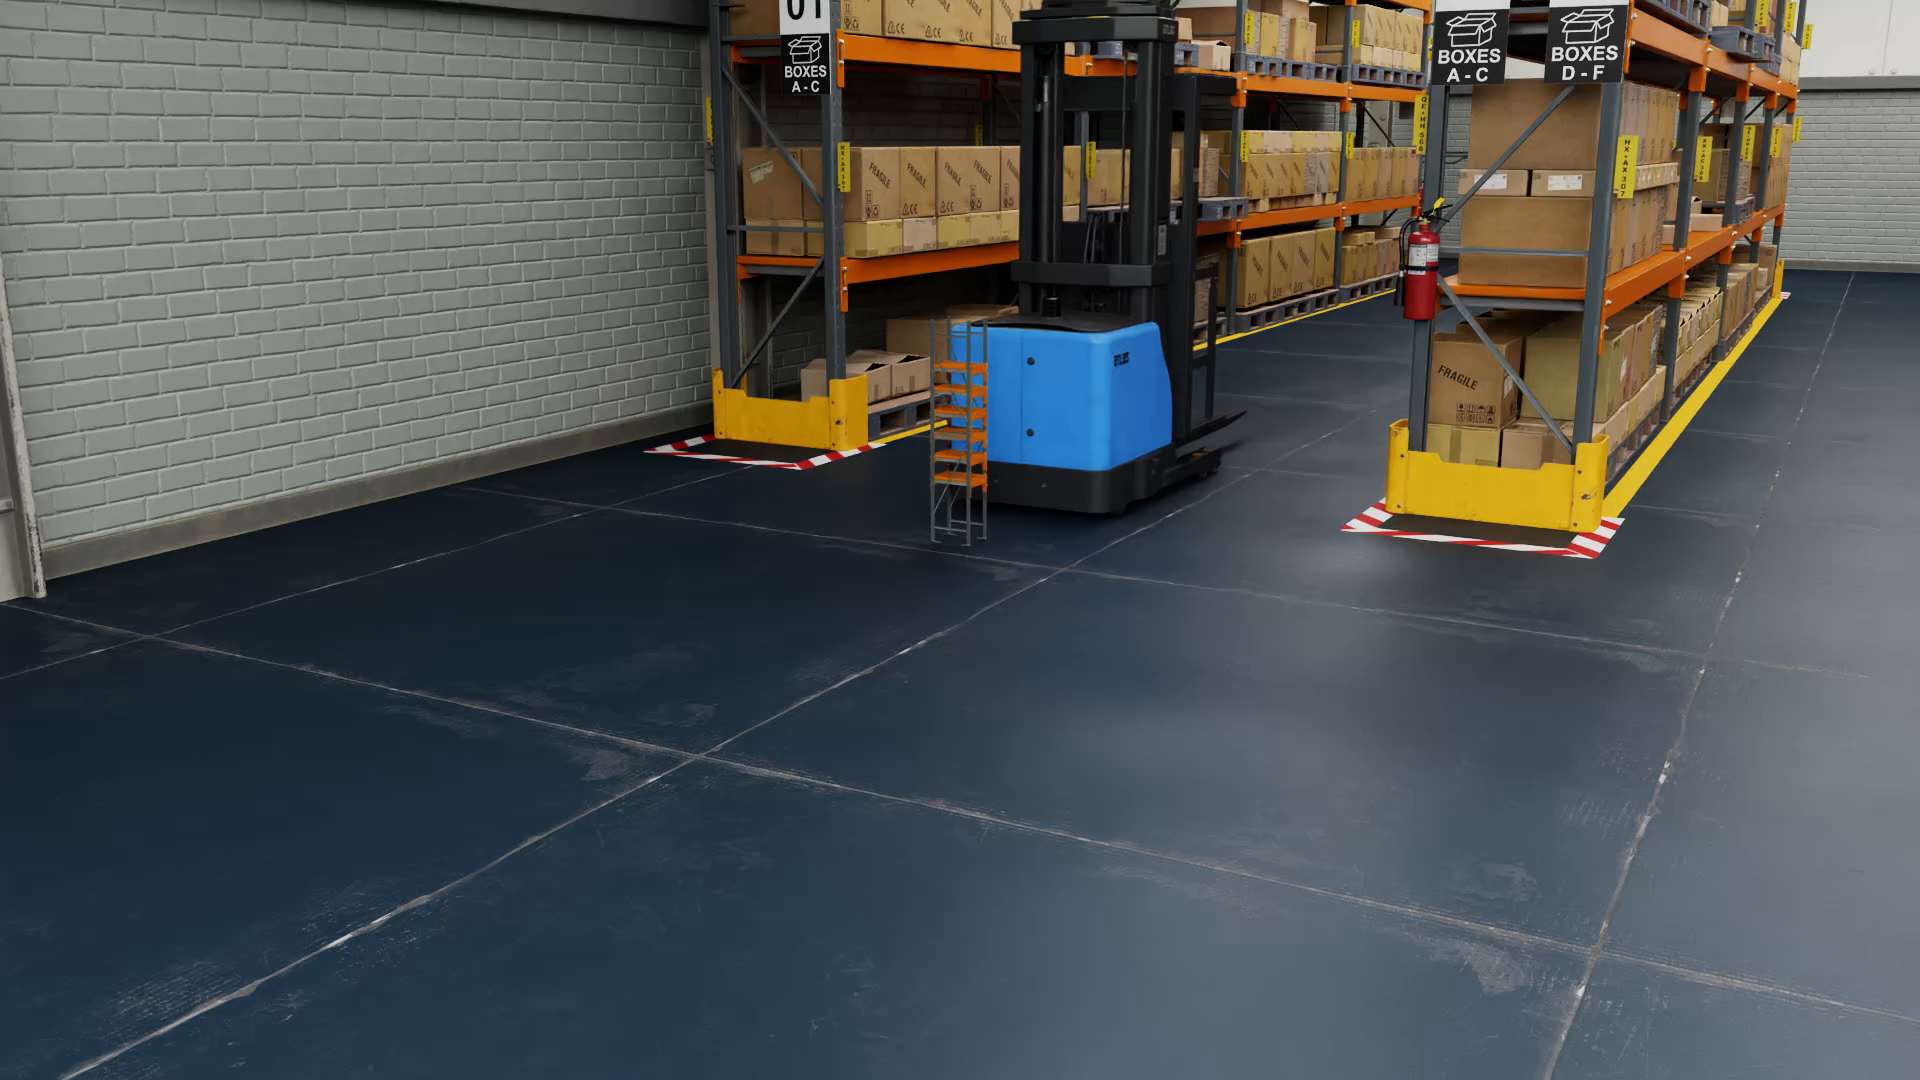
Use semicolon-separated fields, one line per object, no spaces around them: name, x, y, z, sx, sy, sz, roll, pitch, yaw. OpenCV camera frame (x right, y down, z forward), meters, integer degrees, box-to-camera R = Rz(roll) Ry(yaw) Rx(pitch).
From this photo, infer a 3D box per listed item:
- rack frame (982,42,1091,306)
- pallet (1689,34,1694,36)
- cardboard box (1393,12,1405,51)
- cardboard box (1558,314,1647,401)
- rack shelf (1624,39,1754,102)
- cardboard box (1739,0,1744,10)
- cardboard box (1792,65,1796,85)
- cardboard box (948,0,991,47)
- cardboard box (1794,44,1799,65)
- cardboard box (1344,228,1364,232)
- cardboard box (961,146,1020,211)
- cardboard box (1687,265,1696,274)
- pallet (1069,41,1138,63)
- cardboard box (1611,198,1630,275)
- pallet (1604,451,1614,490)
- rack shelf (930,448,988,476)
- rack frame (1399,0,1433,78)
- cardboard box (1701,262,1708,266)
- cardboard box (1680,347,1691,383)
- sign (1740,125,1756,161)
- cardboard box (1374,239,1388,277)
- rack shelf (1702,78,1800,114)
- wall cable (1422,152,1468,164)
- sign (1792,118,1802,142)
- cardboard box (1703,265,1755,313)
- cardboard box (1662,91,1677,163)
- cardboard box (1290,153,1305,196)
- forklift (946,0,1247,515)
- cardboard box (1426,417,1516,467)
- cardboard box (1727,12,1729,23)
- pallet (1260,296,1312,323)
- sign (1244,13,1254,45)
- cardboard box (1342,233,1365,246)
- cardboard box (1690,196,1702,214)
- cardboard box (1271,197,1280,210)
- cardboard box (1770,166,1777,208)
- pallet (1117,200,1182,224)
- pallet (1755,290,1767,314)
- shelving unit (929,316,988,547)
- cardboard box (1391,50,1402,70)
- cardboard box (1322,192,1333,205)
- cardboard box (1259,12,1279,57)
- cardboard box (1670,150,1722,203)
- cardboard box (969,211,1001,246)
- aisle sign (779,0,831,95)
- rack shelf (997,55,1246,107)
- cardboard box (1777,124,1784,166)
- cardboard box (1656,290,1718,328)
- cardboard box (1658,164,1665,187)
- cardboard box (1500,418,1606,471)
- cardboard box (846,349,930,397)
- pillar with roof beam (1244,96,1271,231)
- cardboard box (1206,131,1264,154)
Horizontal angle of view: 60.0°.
rack frame;0.671;-2.980;14.995;1.000;3.000;0.127;7;15;28
pallet;5.424;-3.967;13.097;0.805;0.209;1.217;7;15;26
cardboard box;5.861;-7.054;23.104;0.500;0.500;0.500;7;15;26
cardboard box;4.257;-1.223;11.078;0.500;0.500;0.500;7;15;28
rack shelf;5.976;-3.938;14.105;1.077;0.370;4.000;7;15;28
cardboard box;7.652;-5.531;16.830;0.500;0.500;0.500;7;15;28
cardboard box;10.541;-6.030;21.566;0.500;0.250;0.500;7;15;28
cardboard box;-0.104;-4.042;12.742;0.500;0.500;0.500;8;16;31
cardboard box;10.544;-6.273;21.507;0.500;0.250;0.500;7;15;28
cardboard box;5.619;-4.432;24.071;0.380;0.149;0.250;8;16;29
cardboard box;0.224;-2.944;13.523;0.500;0.500;0.500;7;15;26
cardboard box;7.704;-3.044;18.056;0.500;0.250;0.500;7;15;27
pallet;1.063;-4.462;15.140;1.213;0.211;1.003;7;15;28
cardboard box;3.807;-1.951;10.514;0.700;0.500;0.500;7;15;28
pallet;3.408;-0.405;10.263;1.003;0.211;1.213;7;15;28
rack shelf;-0.007;-0.420;8.919;0.258;0.103;0.180;7;15;28
rack frame;6.472;-8.359;24.504;1.000;3.000;0.127;7;15;28
cardboard box;8.429;-2.988;19.422;0.500;0.500;0.500;7;15;26
cardboard box;5.669;-1.446;13.604;0.500;0.250;0.500;8;16;29
sign;7.430;-3.741;15.680;0.100;0.325;0.005;7;15;28
cardboard box;5.737;-4.070;23.954;0.700;0.500;0.500;7;15;26
rack shelf;9.843;-5.580;20.913;1.077;0.370;4.000;7;15;28
wall cable;9.519;-7.969;29.513;3.097;2.526;0.112;7;15;28
sign;11.286;-5.531;22.431;0.100;0.325;0.005;7;15;28
cardboard box;8.642;-2.825;18.748;0.500;0.500;0.500;7;15;28
cardboard box;4.800;-3.007;12.125;0.700;0.500;0.500;7;15;28
cardboard box;3.810;-4.390;19.953;0.500;0.500;0.500;8;16;30
forklift;1.054;-1.866;10.518;1.130;2.935;3.031;7;15;27
cardboard box;3.076;-0.610;10.134;0.500;0.250;0.500;7;15;28
cardboard box;6.773;-4.730;15.278;0.500;0.250;0.500;6;15;24
pallet;3.642;-2.848;20.395;1.003;0.211;1.213;7;15;28
sign;3.079;-5.448;17.730;0.100;0.325;0.005;7;15;28
cardboard box;5.315;-4.117;22.764;0.380;0.149;0.250;8;16;30
cardboard box;6.729;-3.127;15.795;0.500;0.311;0.500;9;16;32
cardboard box;3.564;-3.997;19.705;0.380;0.149;0.250;8;16;29
cardboard box;9.606;-4.289;20.209;0.500;0.500;0.500;8;16;29
pallet;1.683;-3.297;16.717;1.003;0.211;1.213;7;15;28
pallet;9.798;-3.097;21.431;1.003;0.211;1.213;7;15;28
shelving unit;-0.007;-0.580;8.881;0.258;1.200;0.189;7;15;28
cardboard box;5.852;-6.686;23.175;0.500;0.250;0.500;7;15;26
cardboard box;4.521;-4.353;21.183;0.380;0.149;0.250;8;16;29
cardboard box;3.278;-5.854;19.364;0.700;0.500;0.500;8;16;31
cardboard box;7.149;-3.635;16.602;0.700;0.500;0.500;2;14;9
cardboard box;-0.013;-2.476;13.180;0.500;0.250;0.500;8;15;29
aisle sign;-1.035;-3.374;11.084;0.394;0.787;0.004;7;15;28
rack shelf;1.638;-4.499;16.429;1.077;0.370;4.000;7;15;28
cardboard box;9.848;-4.872;20.494;0.500;0.500;0.500;7;15;26
cardboard box;6.660;-2.138;15.274;0.500;0.311;0.500;7;15;27
cardboard box;4.693;-2.545;11.592;0.380;0.149;0.250;7;15;28
cardboard box;3.529;-0.551;9.891;0.500;0.250;0.500;7;15;28
cardboard box;-0.574;-1.315;12.886;0.500;0.311;0.500;9;16;33
pillar with roof beam;7.888;-7.292;20.079;9.100;9.000;0.400;7;15;28
cardboard box;3.064;-4.438;18.552;0.500;0.250;0.500;8;16;29
